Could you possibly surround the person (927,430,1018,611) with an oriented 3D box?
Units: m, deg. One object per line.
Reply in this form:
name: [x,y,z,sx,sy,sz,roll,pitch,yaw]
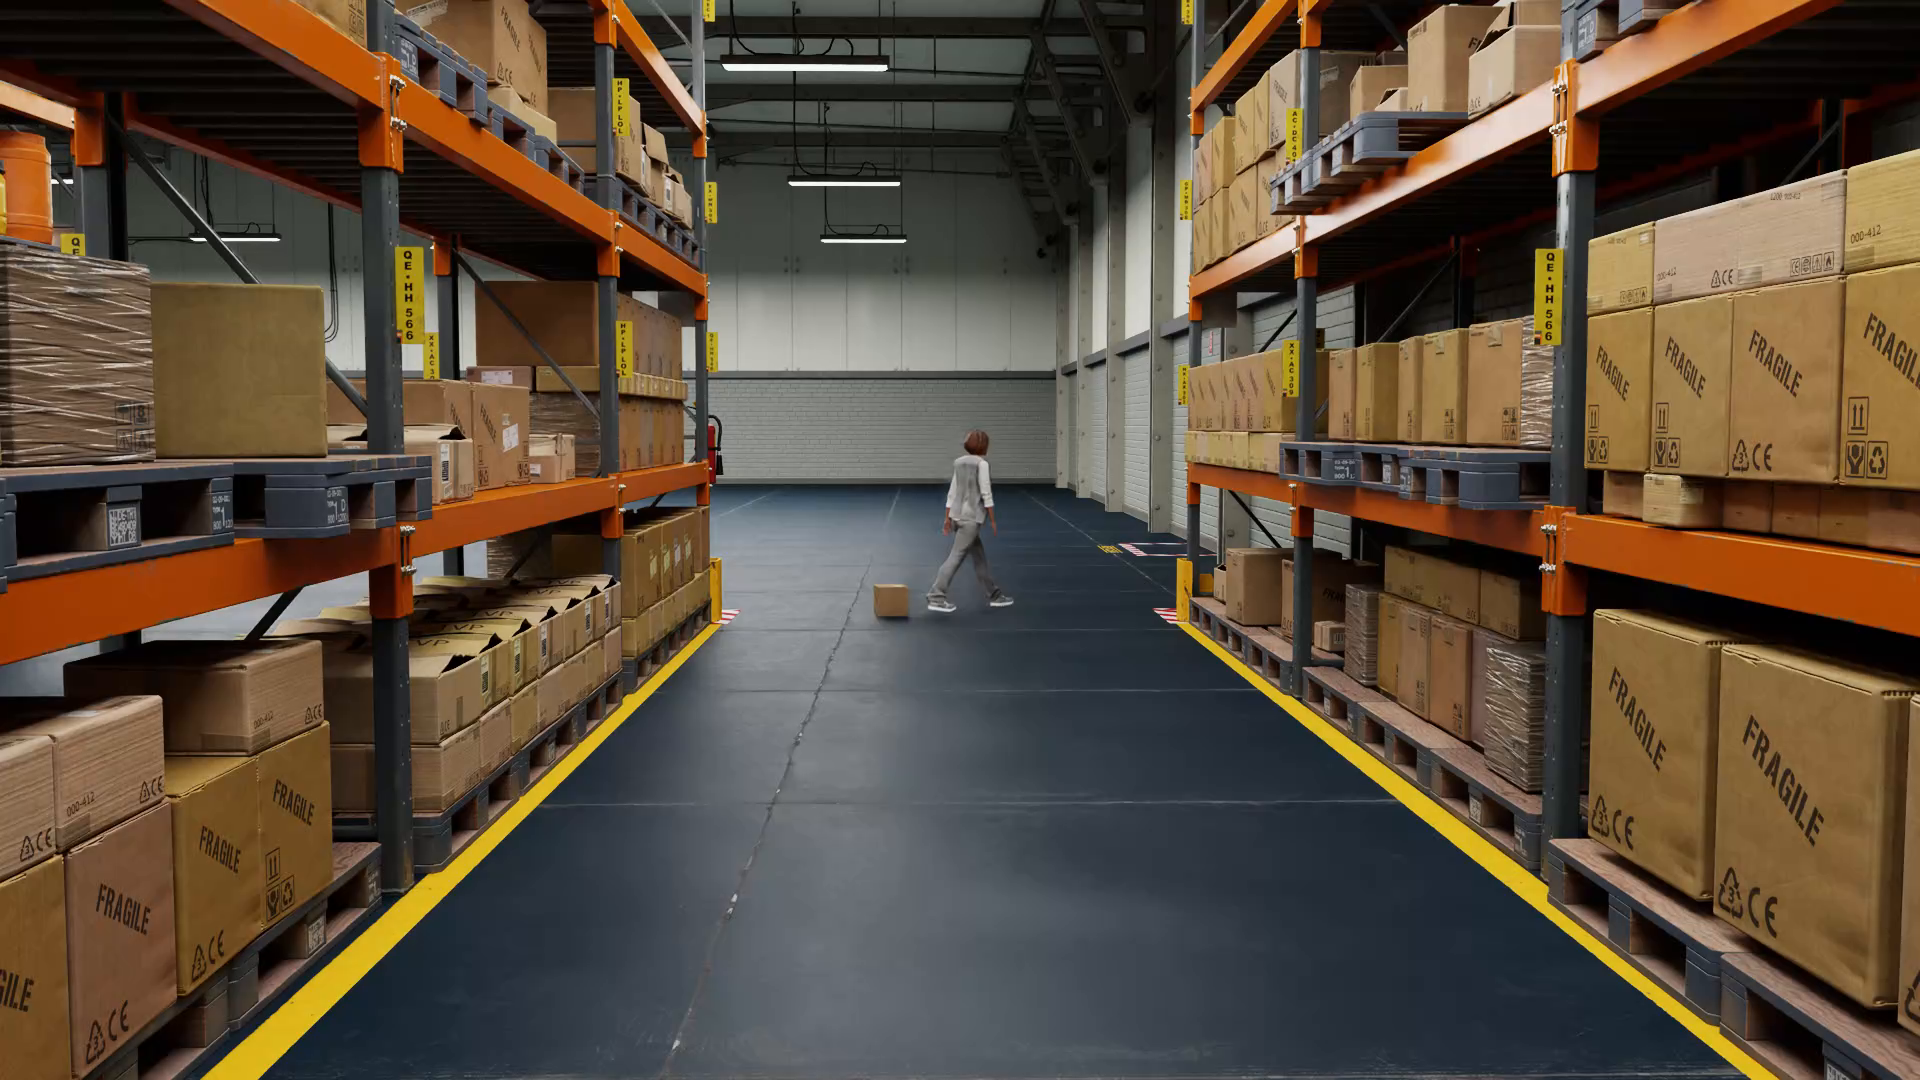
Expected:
person: [0.145,-0.171,14.109,0.977,1.524,0.423,-2,5,-32]
